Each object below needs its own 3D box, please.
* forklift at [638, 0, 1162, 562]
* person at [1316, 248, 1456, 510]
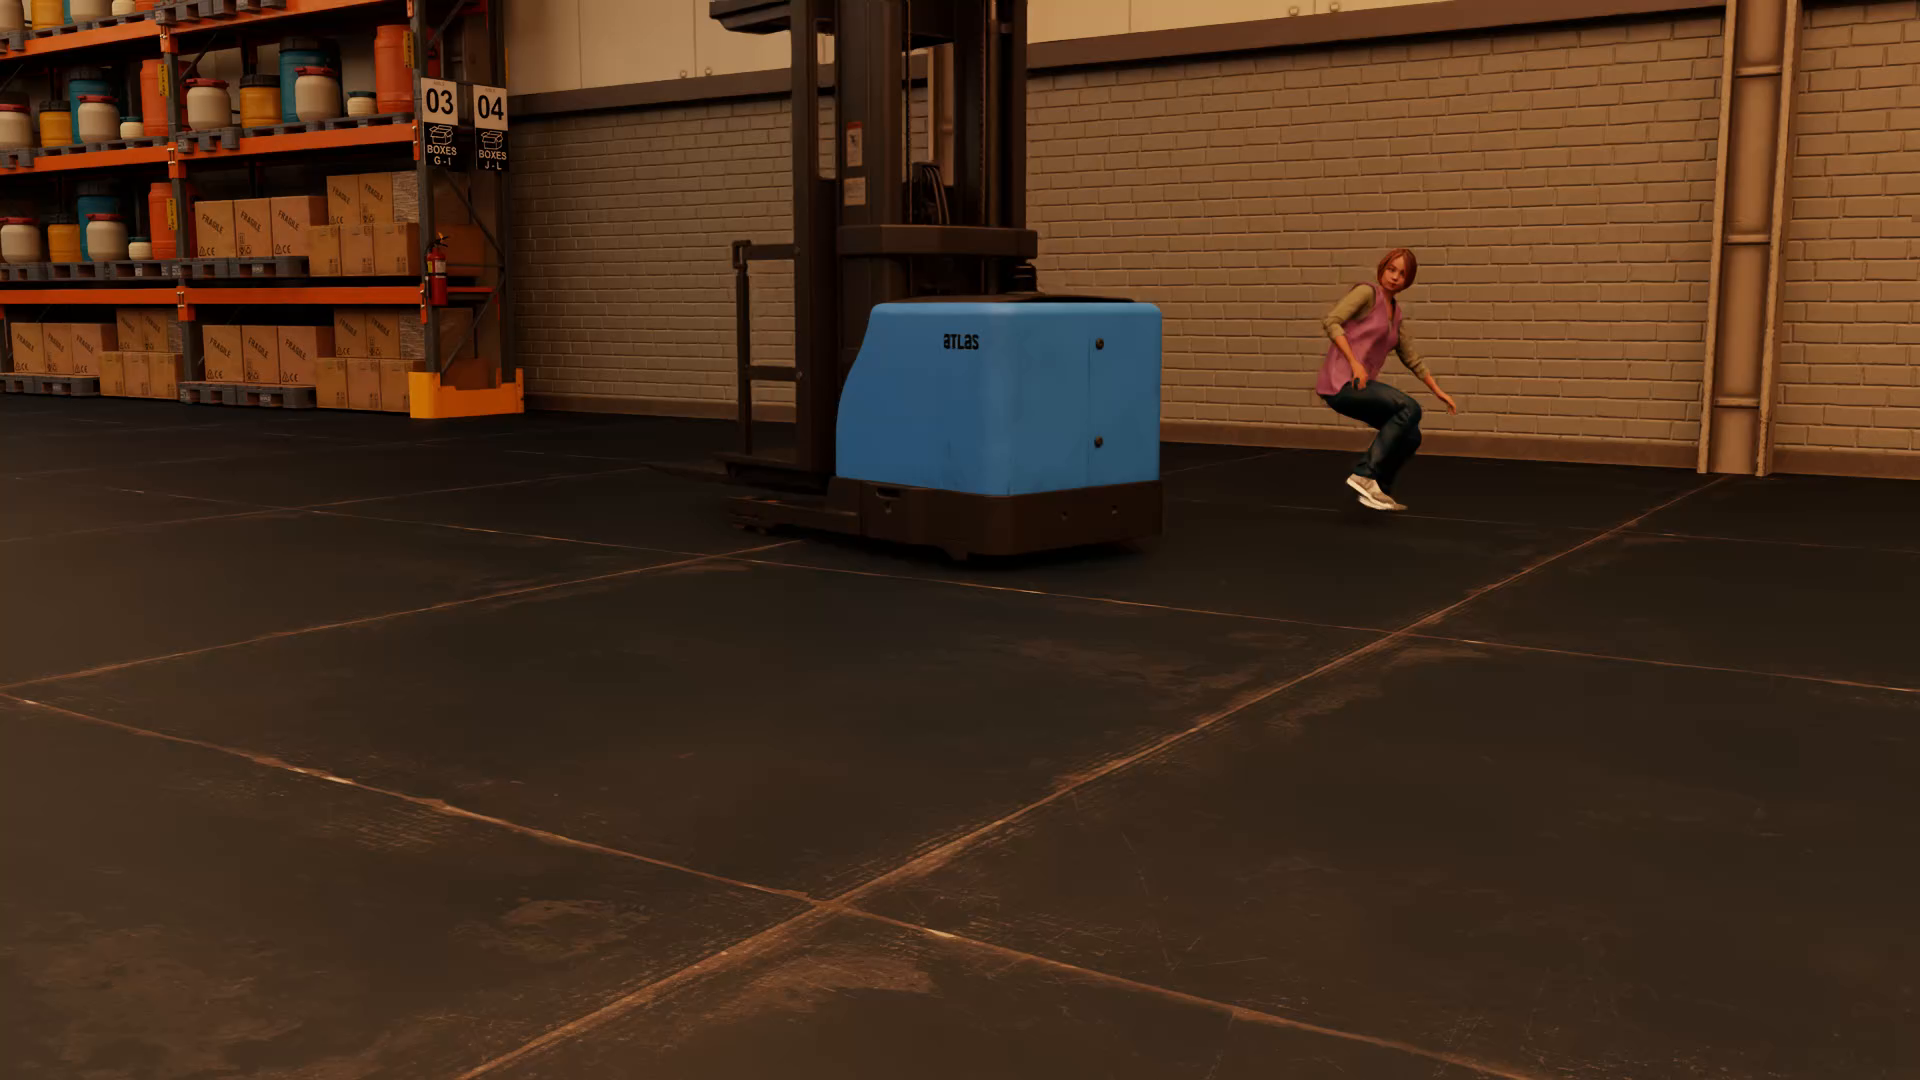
[{"bbox_3d":[-0.473,-1.519,7.872,1.130,2.935,3.031,-7,11,-41],"label":"forklift"},{"bbox_3d":[2.129,-0.766,8.398,0.603,1.370,0.722,5,10,32],"label":"person"}]
